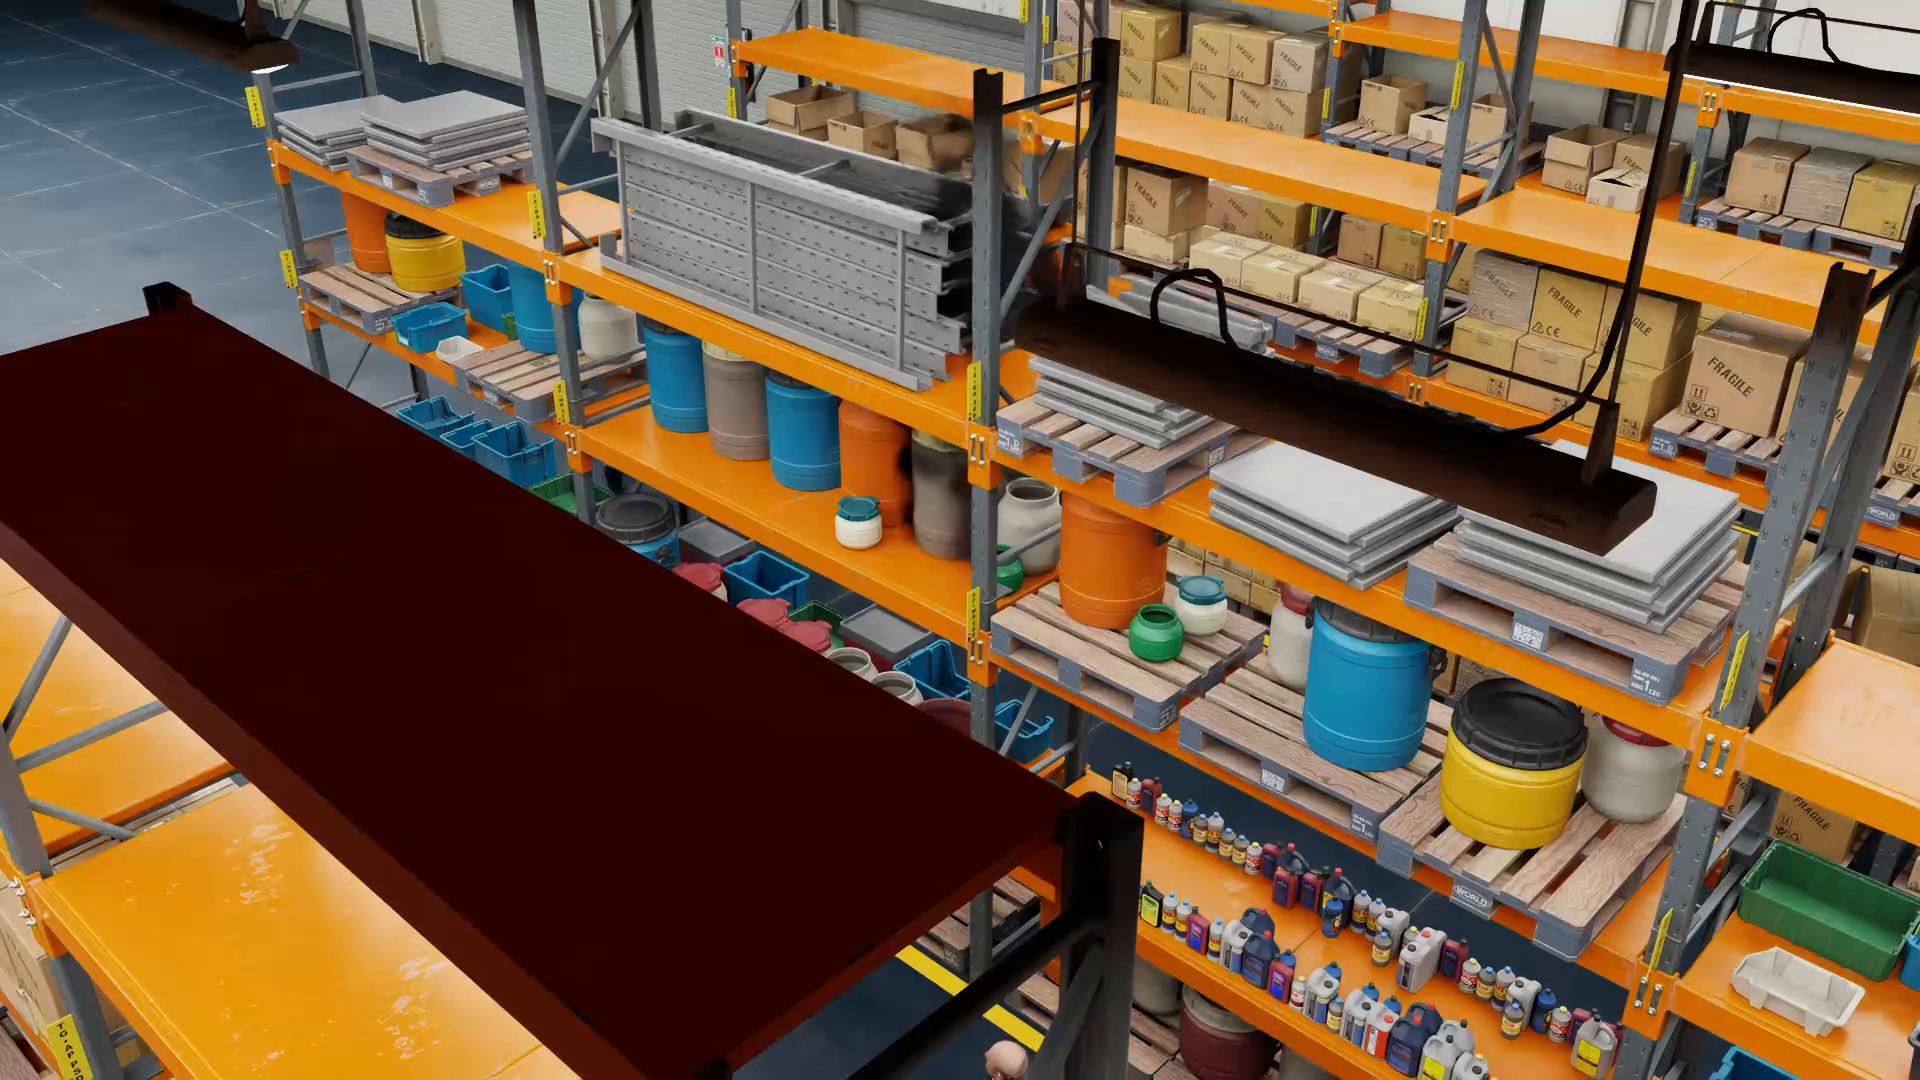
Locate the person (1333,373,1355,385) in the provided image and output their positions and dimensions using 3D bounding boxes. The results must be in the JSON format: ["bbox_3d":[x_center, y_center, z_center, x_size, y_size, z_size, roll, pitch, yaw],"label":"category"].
[{"bbox_3d":[3.719,-0.935,16.271,0.574,1.598,0.543,22,36,33],"label":"person"}]

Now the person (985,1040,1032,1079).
[{"bbox_3d":[0.261,3.275,8.683,0.720,1.734,0.712,19,34,30],"label":"person"}]

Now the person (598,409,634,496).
[{"bbox_3d":[-3.308,-0.792,16.065,0.505,1.561,0.539,16,33,26],"label":"person"}]
